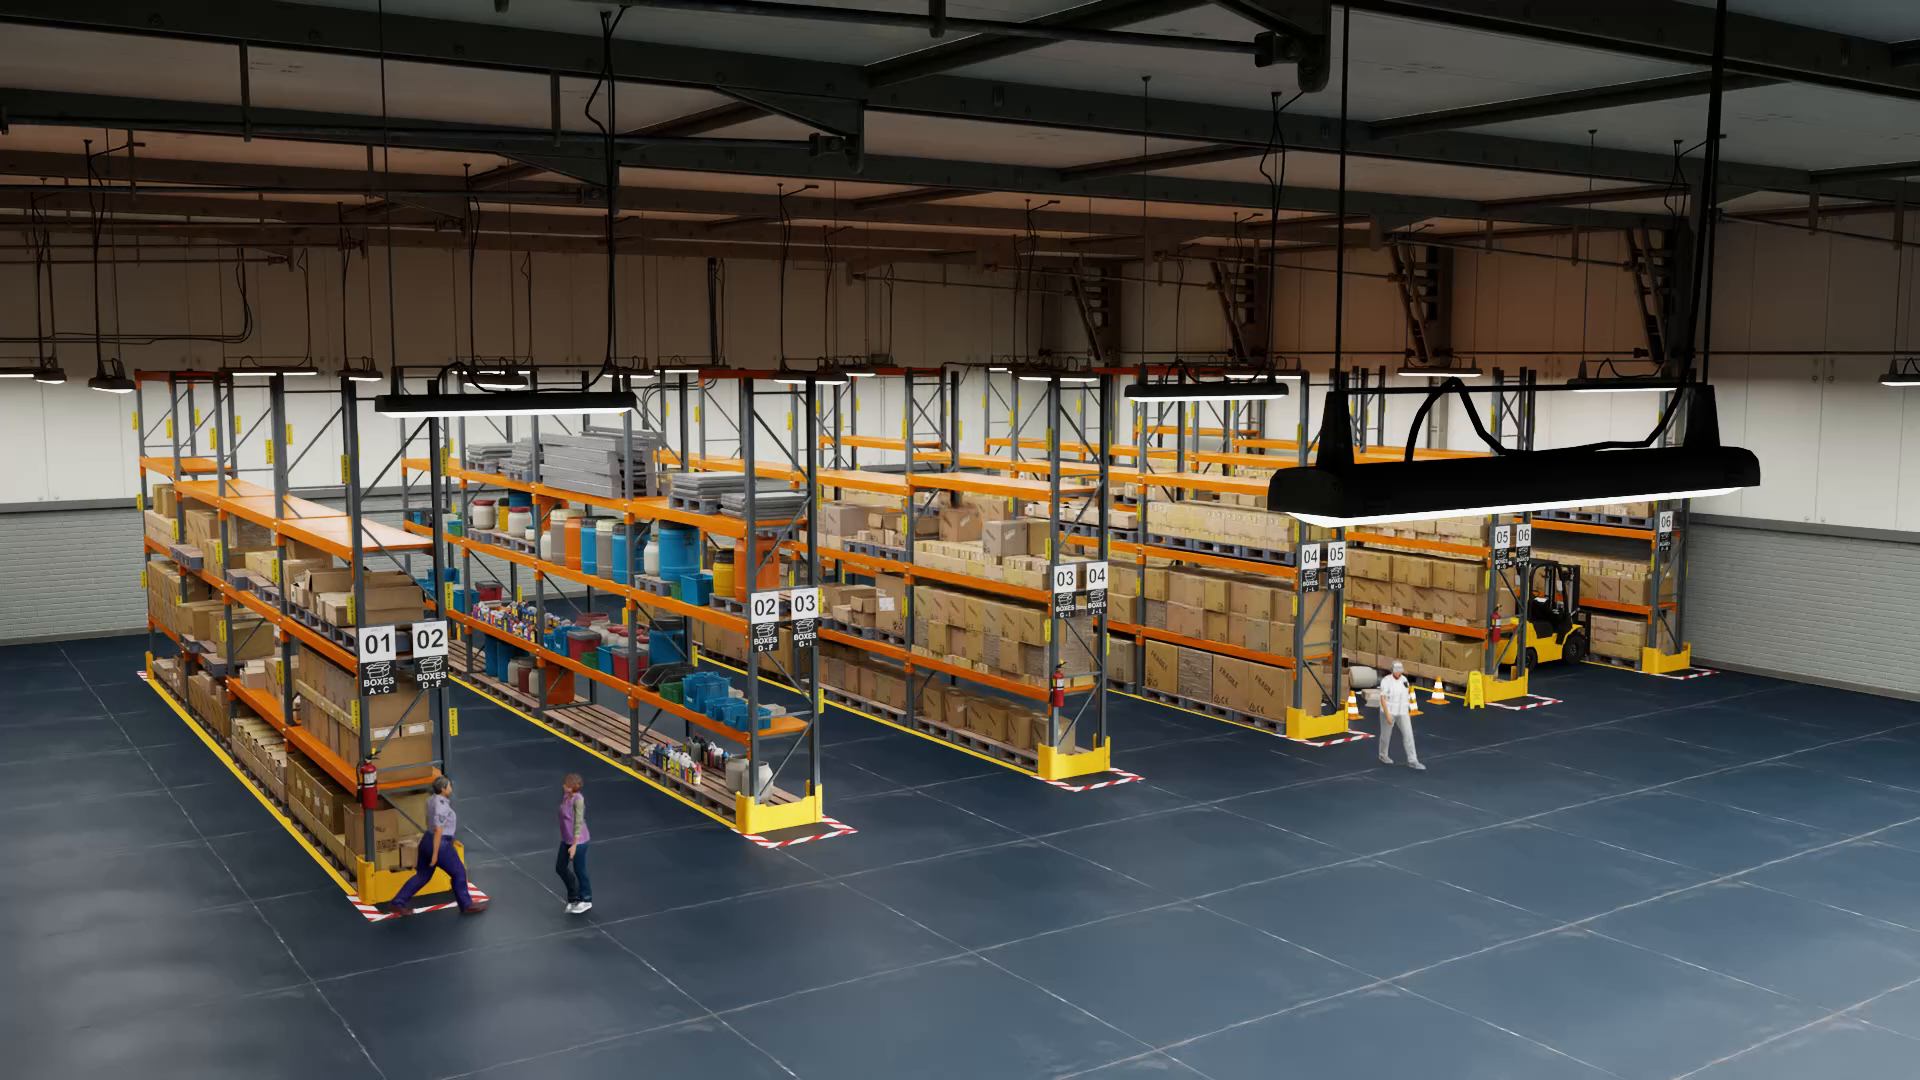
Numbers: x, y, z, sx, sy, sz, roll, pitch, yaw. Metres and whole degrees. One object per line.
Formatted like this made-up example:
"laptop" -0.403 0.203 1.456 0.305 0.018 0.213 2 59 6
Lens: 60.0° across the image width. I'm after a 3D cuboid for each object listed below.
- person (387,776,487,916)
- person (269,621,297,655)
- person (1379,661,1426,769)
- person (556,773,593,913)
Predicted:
"person" -5.878 3.471 18.620 1.051 1.513 0.492 -4 8 -33
"person" -13.108 1.837 32.256 0.584 1.714 1.093 -5 8 -37
"person" 6.685 2.651 25.311 0.552 1.620 0.927 -1 6 -7
"person" -4.343 3.452 18.782 0.384 1.653 0.470 -5 8 -38
